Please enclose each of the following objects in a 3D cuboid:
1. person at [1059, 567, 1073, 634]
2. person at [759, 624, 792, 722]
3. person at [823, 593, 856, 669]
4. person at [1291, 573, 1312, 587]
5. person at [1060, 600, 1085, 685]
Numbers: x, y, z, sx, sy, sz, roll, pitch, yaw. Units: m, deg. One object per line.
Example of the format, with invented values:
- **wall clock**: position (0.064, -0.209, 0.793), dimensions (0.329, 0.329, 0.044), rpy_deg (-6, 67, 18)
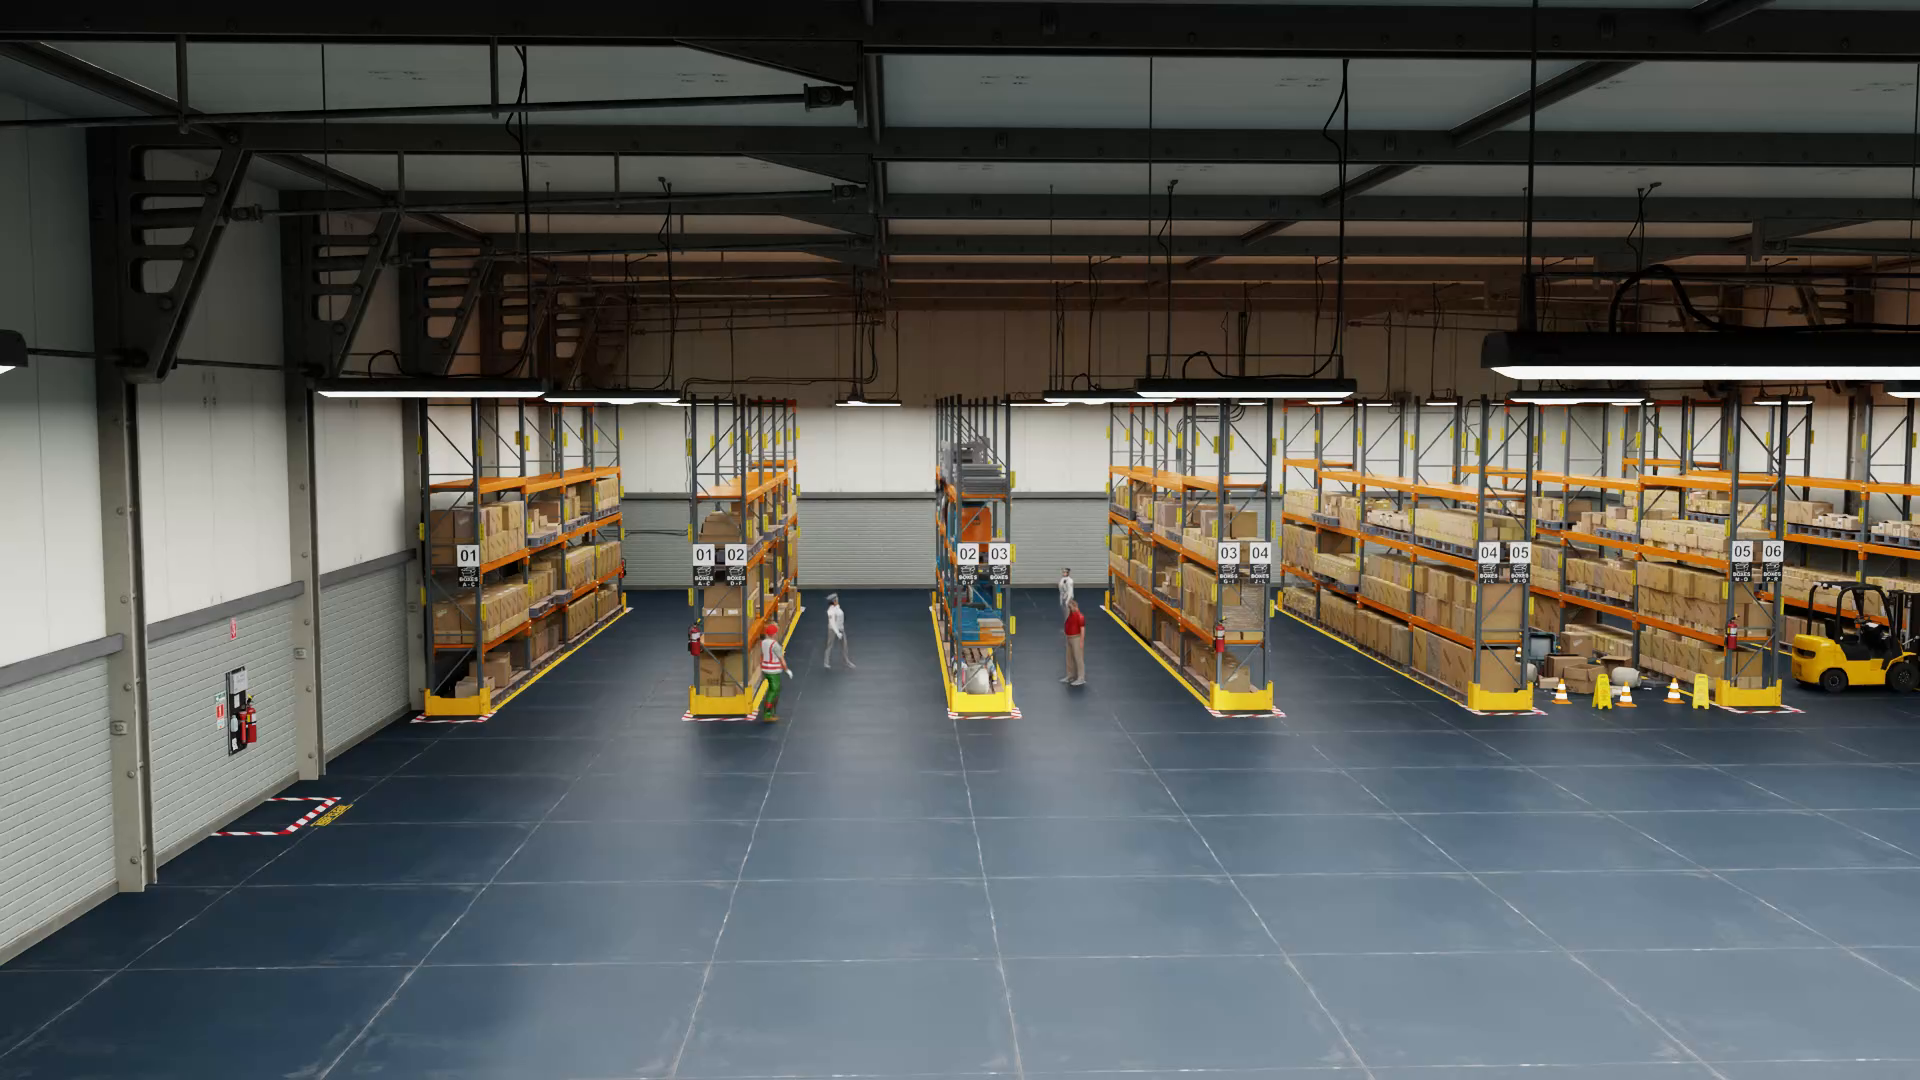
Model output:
- **person**: position (2.708, 1.531, 42.480), dimensions (0.333, 1.691, 0.510), rpy_deg (-2, 5, -21)
- **person**: position (-3.390, 2.439, 30.429), dimensions (0.544, 1.820, 0.567), rpy_deg (-3, 6, -36)
- **person**: position (-2.688, 2.001, 36.756), dimensions (0.560, 1.685, 0.625), rpy_deg (3, 6, 36)
- **person**: position (10.720, 0.731, 52.234), dimensions (0.885, 1.745, 0.545), rpy_deg (-1, 5, -10)
- **person**: position (2.350, 2.124, 34.632), dimensions (0.421, 1.724, 0.597), rpy_deg (-2, 5, -29)
